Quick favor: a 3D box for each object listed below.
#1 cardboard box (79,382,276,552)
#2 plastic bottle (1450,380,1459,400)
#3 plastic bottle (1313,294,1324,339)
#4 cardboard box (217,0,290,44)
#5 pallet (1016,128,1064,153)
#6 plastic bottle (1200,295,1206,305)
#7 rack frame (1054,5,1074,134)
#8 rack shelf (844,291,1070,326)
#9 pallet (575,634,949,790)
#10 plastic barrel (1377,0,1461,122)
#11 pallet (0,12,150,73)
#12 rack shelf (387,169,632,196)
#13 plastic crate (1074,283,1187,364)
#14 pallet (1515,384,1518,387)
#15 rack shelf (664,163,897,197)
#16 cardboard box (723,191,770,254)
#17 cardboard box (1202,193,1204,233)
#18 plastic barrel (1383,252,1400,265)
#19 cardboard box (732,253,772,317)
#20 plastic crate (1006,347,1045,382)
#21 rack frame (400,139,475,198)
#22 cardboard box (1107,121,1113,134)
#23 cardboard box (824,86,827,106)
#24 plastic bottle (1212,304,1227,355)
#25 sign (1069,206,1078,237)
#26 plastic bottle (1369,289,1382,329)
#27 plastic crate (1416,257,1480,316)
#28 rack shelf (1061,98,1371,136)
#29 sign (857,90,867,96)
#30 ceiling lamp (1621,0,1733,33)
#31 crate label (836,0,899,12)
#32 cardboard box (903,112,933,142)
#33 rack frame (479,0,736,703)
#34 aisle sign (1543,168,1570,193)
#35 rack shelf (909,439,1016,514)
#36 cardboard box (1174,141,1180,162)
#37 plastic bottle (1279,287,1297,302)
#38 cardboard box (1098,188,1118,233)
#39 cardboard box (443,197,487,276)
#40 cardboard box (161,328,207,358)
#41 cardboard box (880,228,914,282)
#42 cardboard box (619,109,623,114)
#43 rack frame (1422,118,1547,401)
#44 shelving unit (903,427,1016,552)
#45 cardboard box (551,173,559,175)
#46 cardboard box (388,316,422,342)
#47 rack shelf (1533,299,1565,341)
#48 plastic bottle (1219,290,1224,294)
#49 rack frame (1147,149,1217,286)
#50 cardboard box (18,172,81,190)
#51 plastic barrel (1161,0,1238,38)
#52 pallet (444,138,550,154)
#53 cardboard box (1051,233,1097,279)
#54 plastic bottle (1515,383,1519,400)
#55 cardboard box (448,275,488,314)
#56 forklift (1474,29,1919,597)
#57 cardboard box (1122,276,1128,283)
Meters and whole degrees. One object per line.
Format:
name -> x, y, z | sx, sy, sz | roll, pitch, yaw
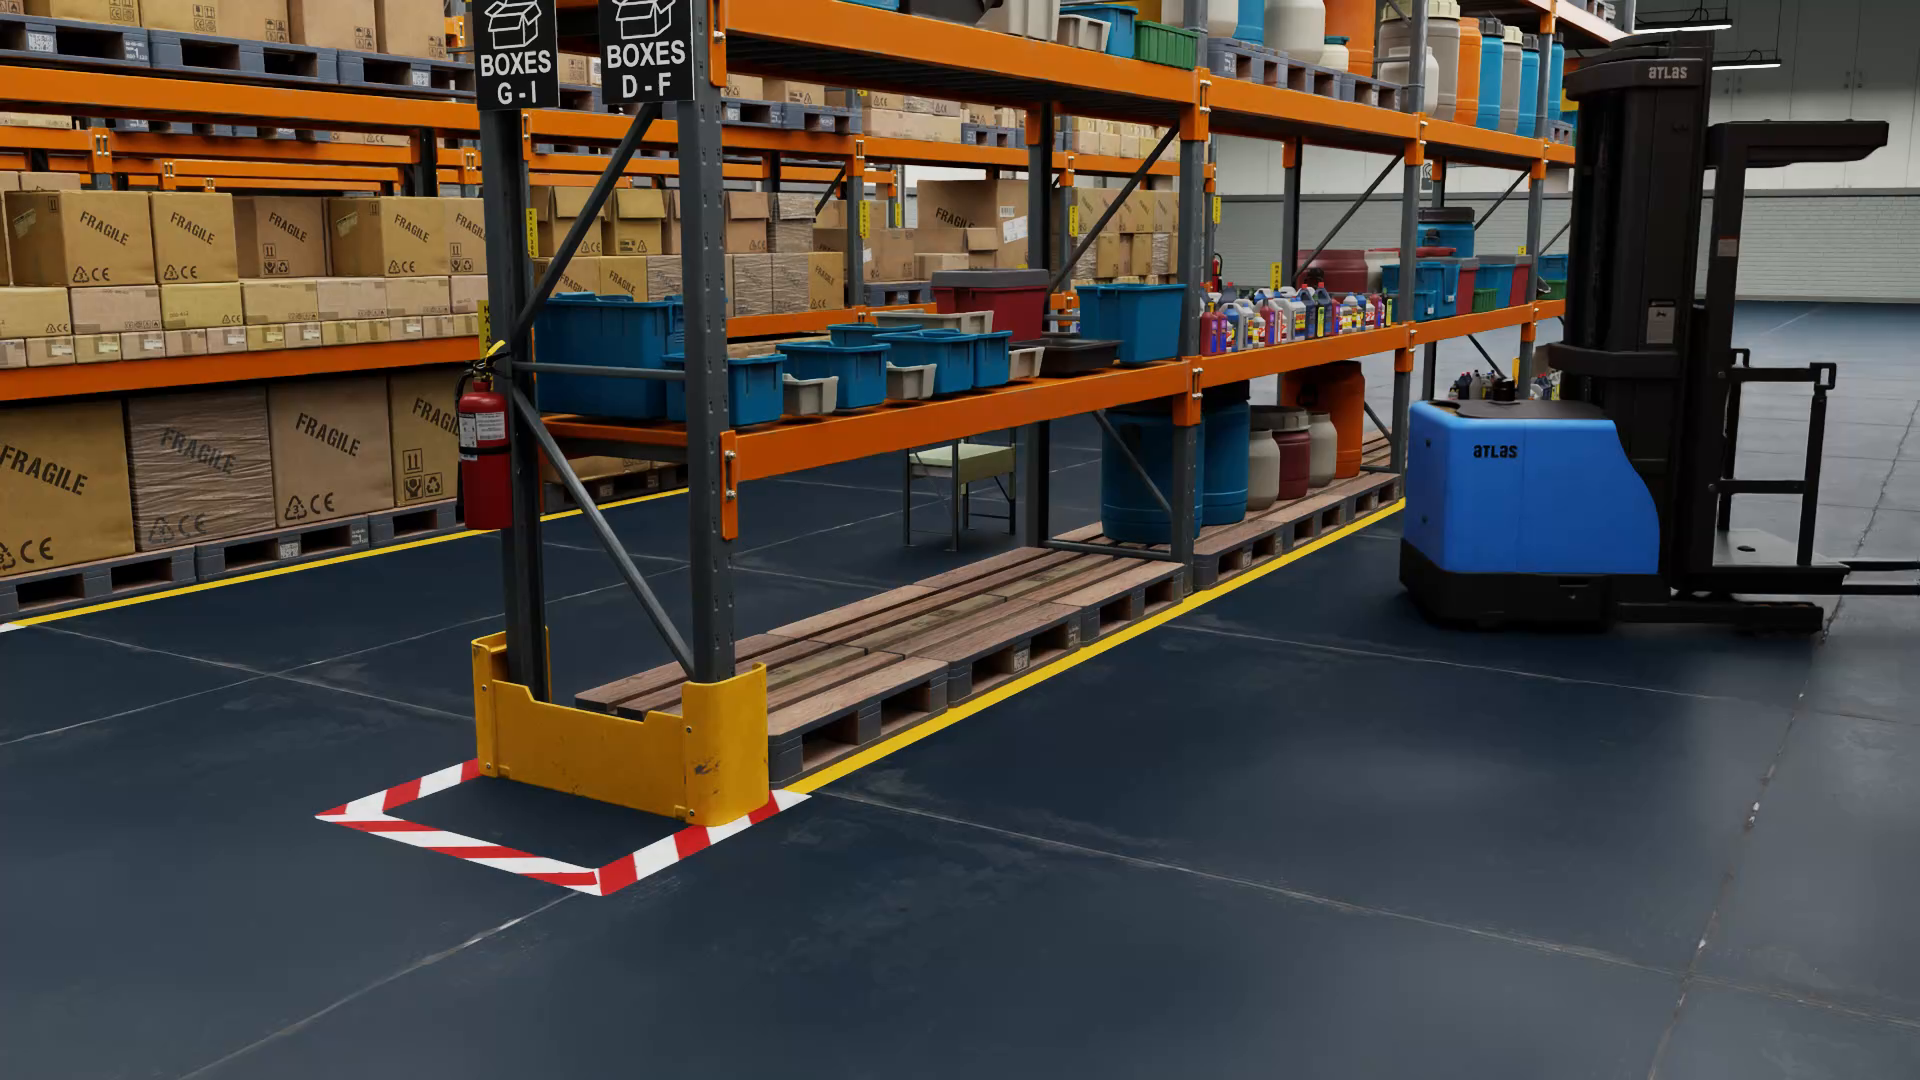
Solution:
cardboard box -> -4.737, -0.468, 9.850 | 0.875, 0.875, 0.875 | 6, 12, 31
plastic bottle -> 4.958, -1.457, 16.685 | 0.061, 0.283, 0.133 | 7, 13, 34
plastic bottle -> 2.309, -1.448, 10.769 | 0.061, 0.283, 0.133 | 6, 12, 31
cardboard box -> -4.427, -3.181, 9.873 | 0.700, 0.500, 0.500 | 7, 13, 33
pallet -> 0.345, -4.237, 17.708 | 1.213, 0.211, 1.003 | 6, 12, 31
plastic bottle -> 1.565, -1.470, 10.921 | 0.097, 0.271, 0.097 | 0, 11, 0
rack frame -> 0.757, -5.891, 17.879 | 1.000, 3.000, 0.127 | 6, 12, 31
rack shelf -> -0.281, -2.274, 16.817 | 1.077, 0.370, 4.000 | 6, 12, 31
pallet -> -0.779, 0.663, 6.752 | 1.003, 0.211, 1.213 | 6, 12, 31
plastic barrel -> 3.525, -3.669, 12.800 | 0.600, 0.901, 0.600 | 0, 11, 0
pallet -> -5.097, -2.603, 8.711 | 1.003, 0.211, 1.213 | 6, 12, 31
rack shelf -> -6.674, -5.324, 24.958 | 1.077, 0.370, 4.000 | 6, 12, 31
plastic crate -> 0.886, -1.126, 8.612 | 0.392, 0.384, 0.575 | 6, 12, 31
pallet -> 6.641, -1.583, 18.753 | 1.003, 0.211, 1.213 | 6, 12, 31
rack shelf -> -2.391, -4.867, 22.517 | 1.077, 0.370, 4.000 | 6, 12, 31
cardboard box -> -2.054, -2.639, 13.817 | 0.797, 0.503, 0.637 | 7, 13, 32
cardboard box -> 1.923, -3.668, 20.276 | 1.023, 1.149, 2.860 | 6, 12, 31
plastic barrel -> 3.484, -2.143, 13.860 | 0.421, 0.512, 0.421 | 0, 11, 0
cardboard box -> -1.895, -2.101, 13.667 | 0.500, 0.500, 0.500 | 6, 12, 29
plastic crate -> 0.189, -0.808, 7.585 | 0.293, 0.136, 0.466 | 6, 12, 31
rack frame -> -5.506, -2.802, 17.687 | 1.000, 3.000, 0.127 | 6, 12, 31
cardboard box -> 1.519, -4.692, 18.952 | 0.380, 0.149, 0.250 | 7, 13, 32
cardboard box -> -1.286, -4.181, 15.268 | 0.500, 0.500, 0.500 | 7, 13, 32
plastic bottle -> 1.461, -1.191, 9.396 | 0.061, 0.283, 0.133 | 6, 12, 31
sign -> 1.233, -3.458, 18.044 | 0.100, 0.325, 0.005 | 6, 12, 31
plastic bottle -> 2.948, -1.641, 11.802 | 0.061, 0.283, 0.133 | 6, 12, 31
plastic crate -> 4.014, -2.096, 13.738 | 0.402, 0.464, 0.583 | 6, 12, 31
rack shelf -> 1.875, -2.716, 10.640 | 0.831, 0.071, 3.687 | 6, 12, 31
sign -> -0.850, -4.026, 14.450 | 0.100, 0.325, 0.005 | 6, 12, 31
ceiling lamp -> 14.237, -11.629, 32.669 | 2.000, 3.185, 0.800 | 6, 12, 31
crate label -> -0.485, -2.097, 6.170 | 0.408, 0.251, 0.502 | 6, 12, 31
cardboard box -> -0.591, -3.844, 15.504 | 0.500, 0.250, 0.500 | 7, 13, 32
rack frame -> -1.240, -0.581, 5.822 | 1.000, 3.000, 0.127 | 6, 12, 31
aisle sign -> 6.854, -4.415, 19.234 | 0.394, 0.787, 0.004 | 6, 12, 31
rack shelf -> 0.003, -0.418, 10.796 | 0.431, 0.370, 0.720 | 6, 12, 31
cardboard box -> 2.544, -4.793, 20.573 | 0.500, 0.250, 0.500 | 6, 12, 31
plastic bottle -> 2.412, -1.741, 12.356 | 0.152, 0.276, 0.135 | 6, 12, 31
cardboard box -> 1.466, -3.754, 18.971 | 0.500, 0.500, 0.500 | 6, 12, 31
cardboard box -> -3.407, -2.027, 11.105 | 0.500, 0.500, 0.500 | 7, 13, 32
cardboard box -> -4.475, -1.117, 9.367 | 0.380, 0.149, 0.250 | 6, 12, 30
cardboard box -> -0.869, -2.754, 16.017 | 0.700, 0.500, 0.500 | 9, 14, 39
cardboard box -> -4.152, -4.821, 19.146 | 0.500, 0.311, 0.500 | 6, 12, 29
rack frame -> 4.990, -2.469, 15.903 | 1.000, 3.000, 0.127 | 6, 12, 31
shelving unit -> 0.003, -0.738, 10.736 | 0.431, 1.500, 0.755 | 6, 12, 31
cardboard box -> -6.271, -5.587, 25.091 | 0.380, 0.149, 0.250 | 6, 12, 29
cardboard box -> -3.675, -1.360, 10.662 | 0.380, 0.149, 0.250 | 7, 12, 32
rack shelf -> 6.028, -2.430, 17.650 | 1.077, 0.370, 4.000 | 6, 12, 31
plastic bottle -> 1.773, -1.568, 11.408 | 0.061, 0.283, 0.133 | 6, 12, 31
rack frame -> 2.834, -3.571, 21.791 | 1.000, 3.000, 0.127 | 6, 12, 31
cardboard box -> -7.596, -2.760, 13.665 | 0.500, 0.500, 0.500 | 6, 12, 29
plastic barrel -> 1.324, -3.017, 9.170 | 0.433, 0.535, 0.433 | 0, 11, 0
pallet -> -5.218, -4.290, 17.996 | 1.213, 0.211, 1.003 | 7, 13, 33
cardboard box -> 1.043, -3.202, 18.741 | 0.875, 0.500, 0.500 | 6, 12, 31
plastic bottle -> 5.641, -1.484, 16.646 | 0.144, 0.351, 0.185 | 6, 12, 31
cardboard box -> -3.401, -1.662, 11.192 | 0.500, 0.250, 0.500 | 6, 12, 30
forklift -> 3.945, -1.056, 8.543 | 3.031, 2.935, 1.121 | 0, 11, 2
cardboard box -> 1.754, -3.022, 19.544 | 0.380, 0.149, 0.250 | 6, 12, 31
